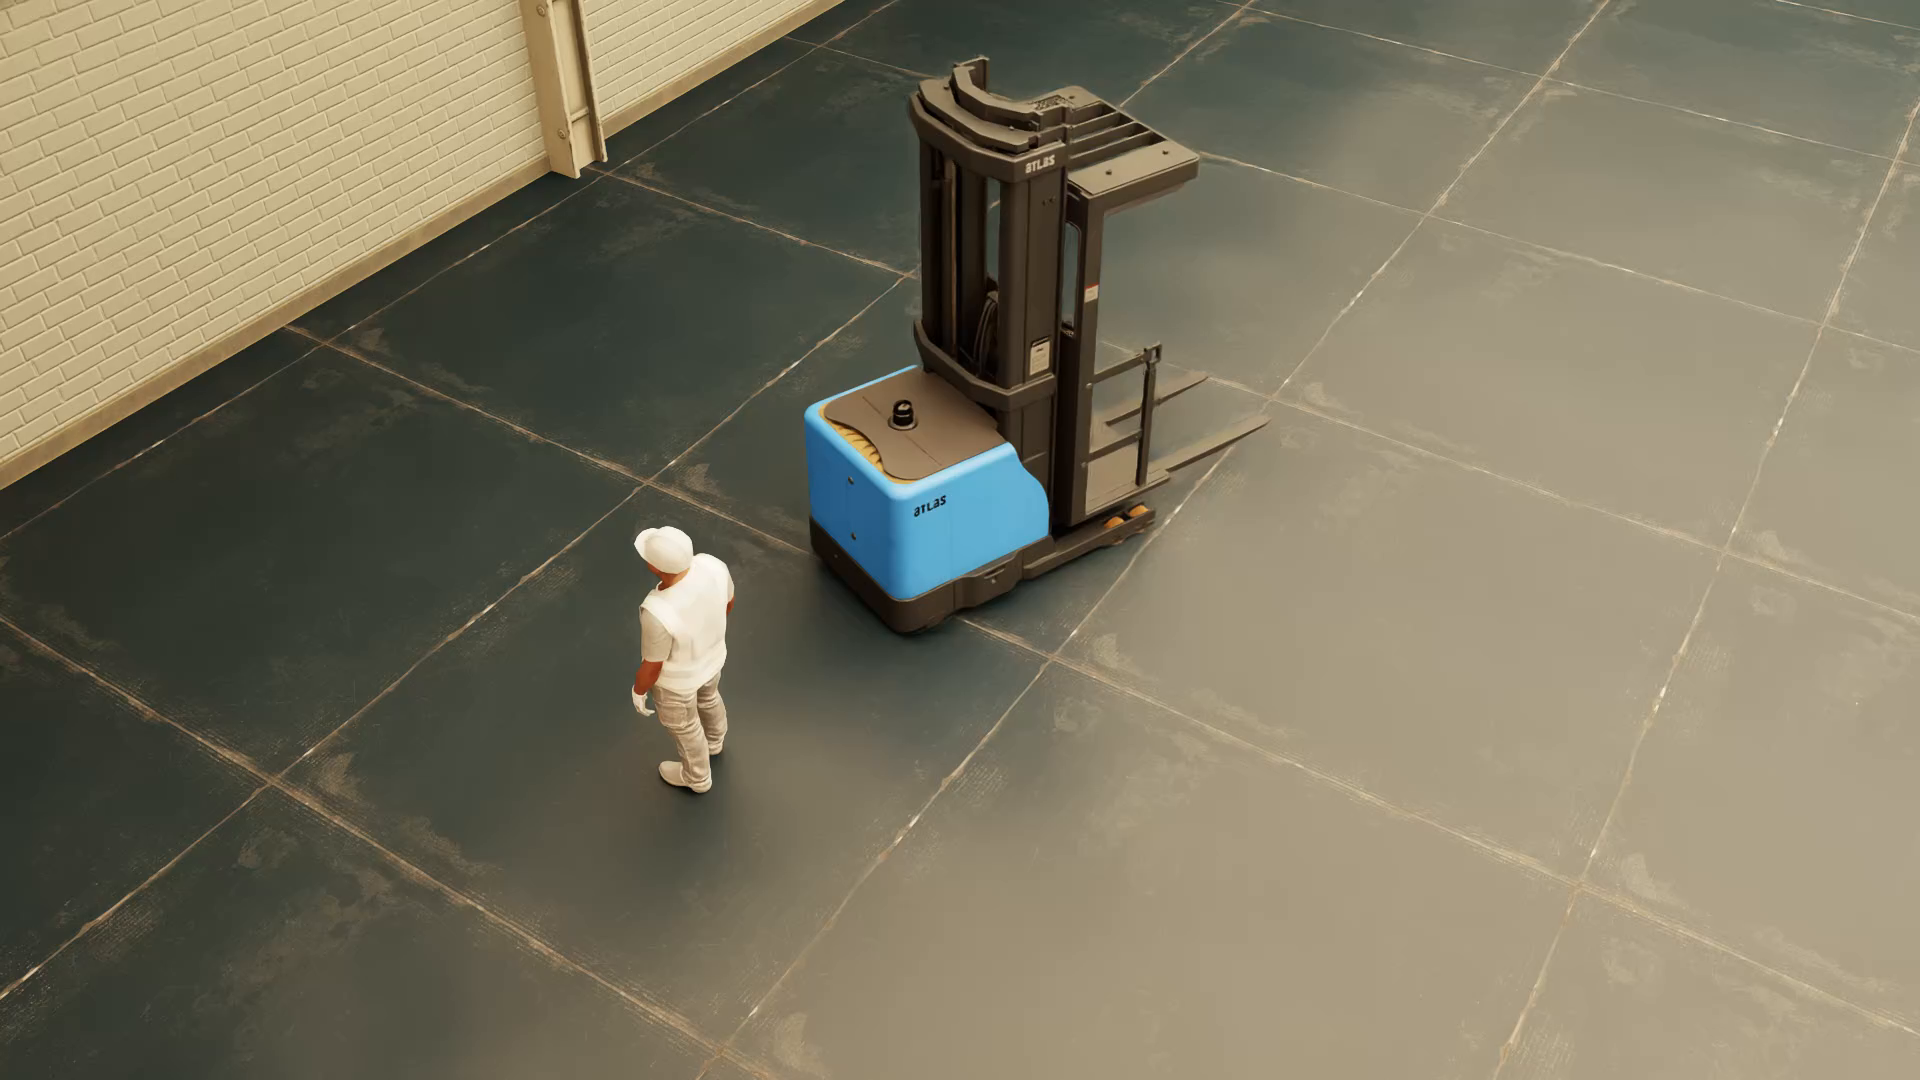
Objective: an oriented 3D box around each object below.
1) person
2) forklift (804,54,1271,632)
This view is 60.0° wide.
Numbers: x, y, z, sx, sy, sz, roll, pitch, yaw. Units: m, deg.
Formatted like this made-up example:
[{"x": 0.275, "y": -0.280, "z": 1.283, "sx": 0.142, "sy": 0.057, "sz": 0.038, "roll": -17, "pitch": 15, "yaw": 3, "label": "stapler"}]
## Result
[{"x": -1.409, "y": 0.568, "z": 8.174, "sx": 0.579, "sy": 1.781, "sz": 0.656, "roll": 24, "pitch": 46, "yaw": 25, "label": "person"}, {"x": 0.596, "y": -1.348, "z": 9.558, "sx": 3.031, "sy": 2.935, "sz": 1.130, "roll": -24, "pitch": 46, "yaw": -26, "label": "forklift"}]
